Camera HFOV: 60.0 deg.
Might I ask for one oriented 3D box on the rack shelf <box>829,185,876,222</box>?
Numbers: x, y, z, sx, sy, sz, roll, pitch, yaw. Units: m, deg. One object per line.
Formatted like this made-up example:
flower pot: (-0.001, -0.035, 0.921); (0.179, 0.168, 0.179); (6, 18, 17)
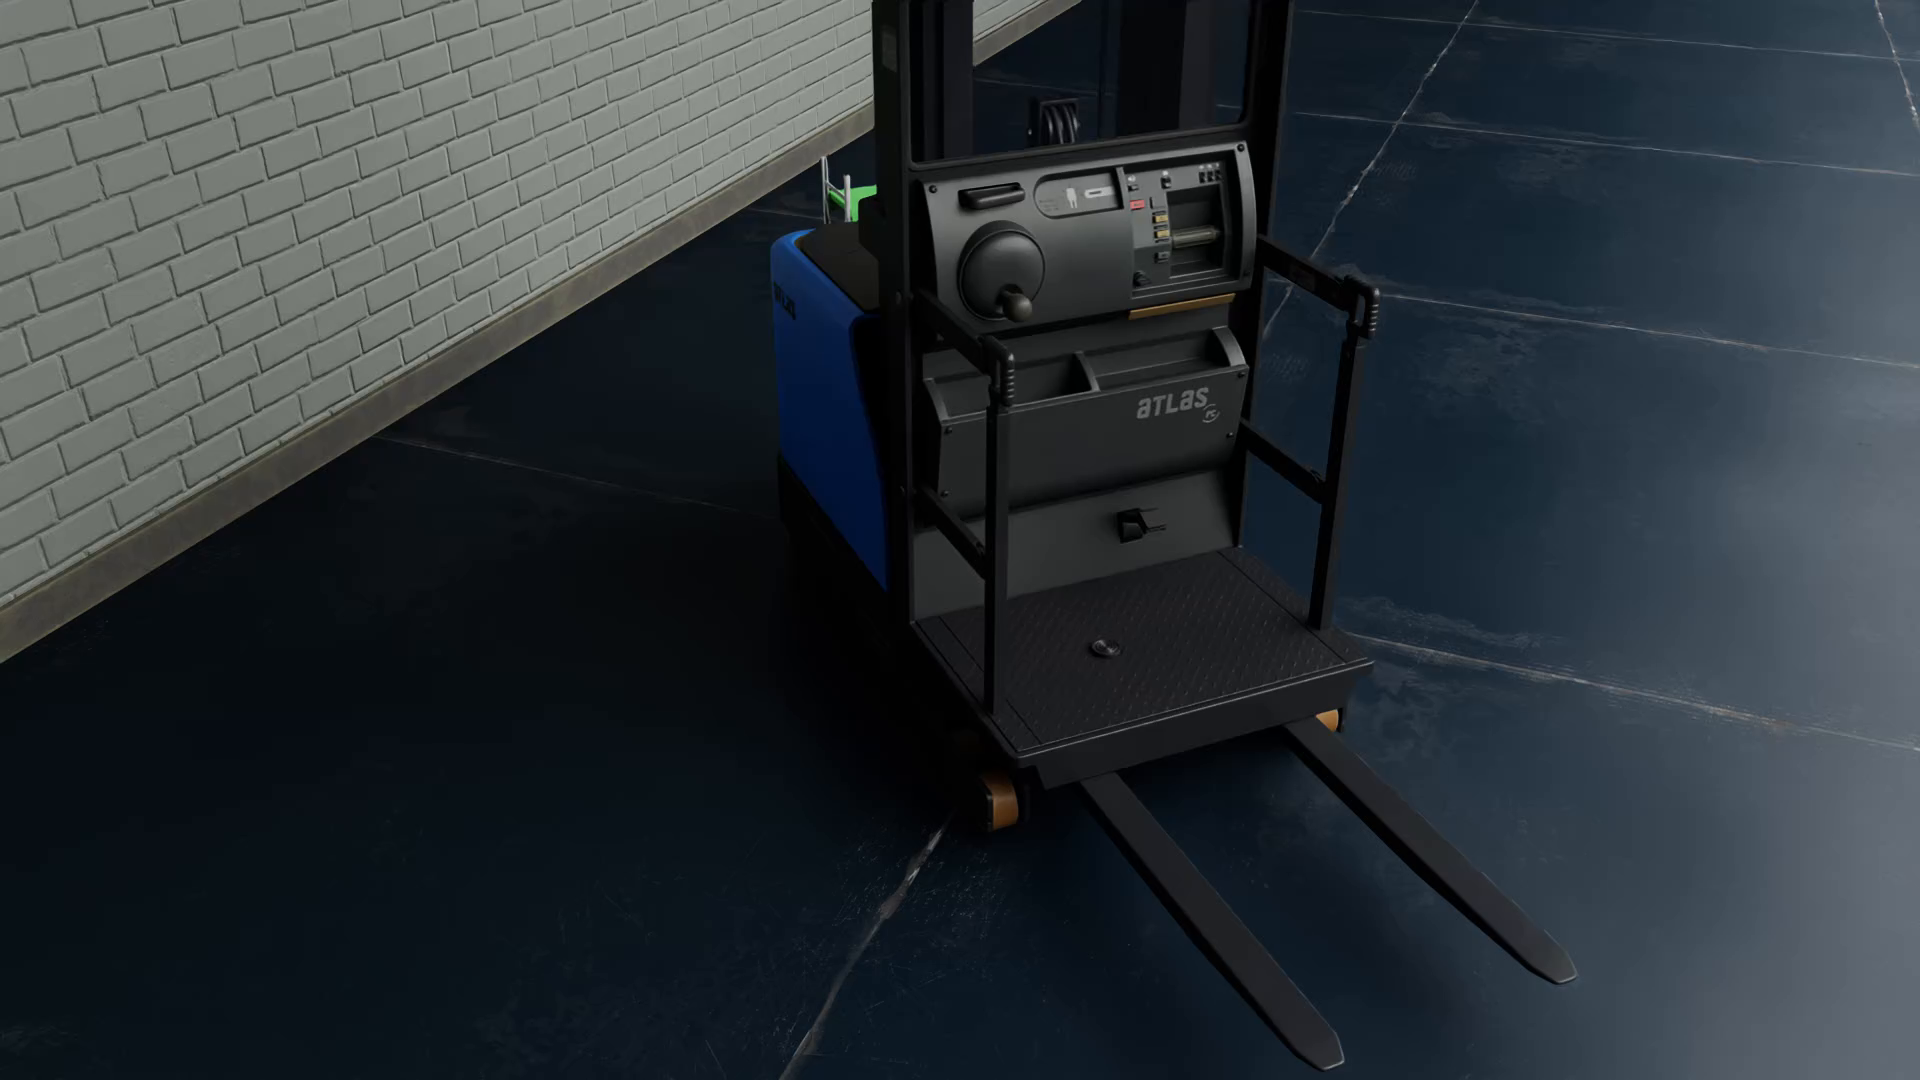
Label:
rack shelf: (-0.188, -1.121, 5.666); (0.480, 0.148, 0.258); (-12, 31, -20)

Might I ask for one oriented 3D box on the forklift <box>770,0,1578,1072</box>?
forklift: (0.434, -0.749, 4.096); (1.130, 2.935, 3.031); (-12, 32, -20)

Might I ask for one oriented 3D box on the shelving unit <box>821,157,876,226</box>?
shelving unit: (-0.186, -0.757, 5.868); (0.503, 1.200, 0.258); (-12, 31, -20)

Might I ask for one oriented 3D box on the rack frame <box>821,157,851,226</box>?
rack frame: (-0.410, -0.709, 5.783); (0.015, 1.200, 0.240); (-12, 31, -20)
